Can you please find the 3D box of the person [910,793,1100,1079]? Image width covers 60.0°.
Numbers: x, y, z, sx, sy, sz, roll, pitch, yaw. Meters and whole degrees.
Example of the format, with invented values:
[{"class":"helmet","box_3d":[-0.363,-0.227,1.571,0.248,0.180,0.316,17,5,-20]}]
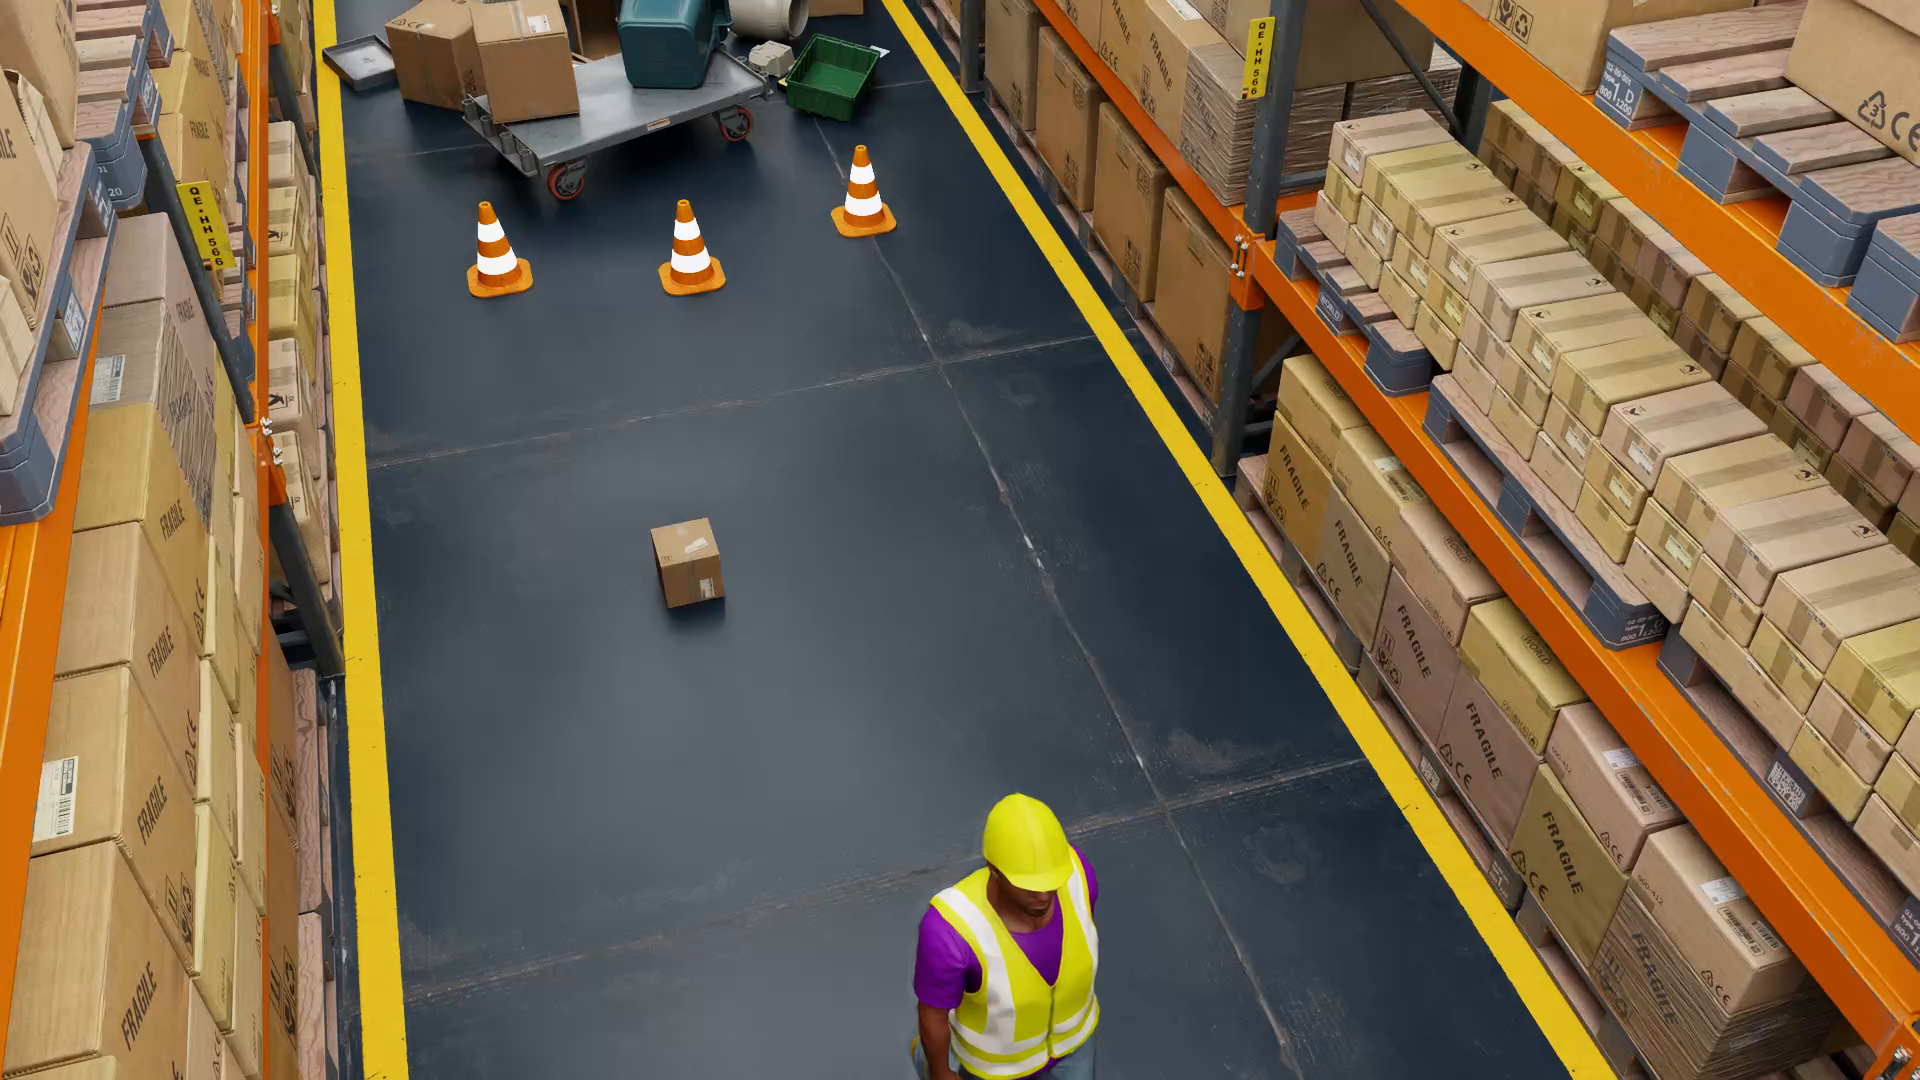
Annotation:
[{"class":"person","box_3d":[0.139,1.338,4.643,0.579,1.743,0.839,-20,46,-21]}]
